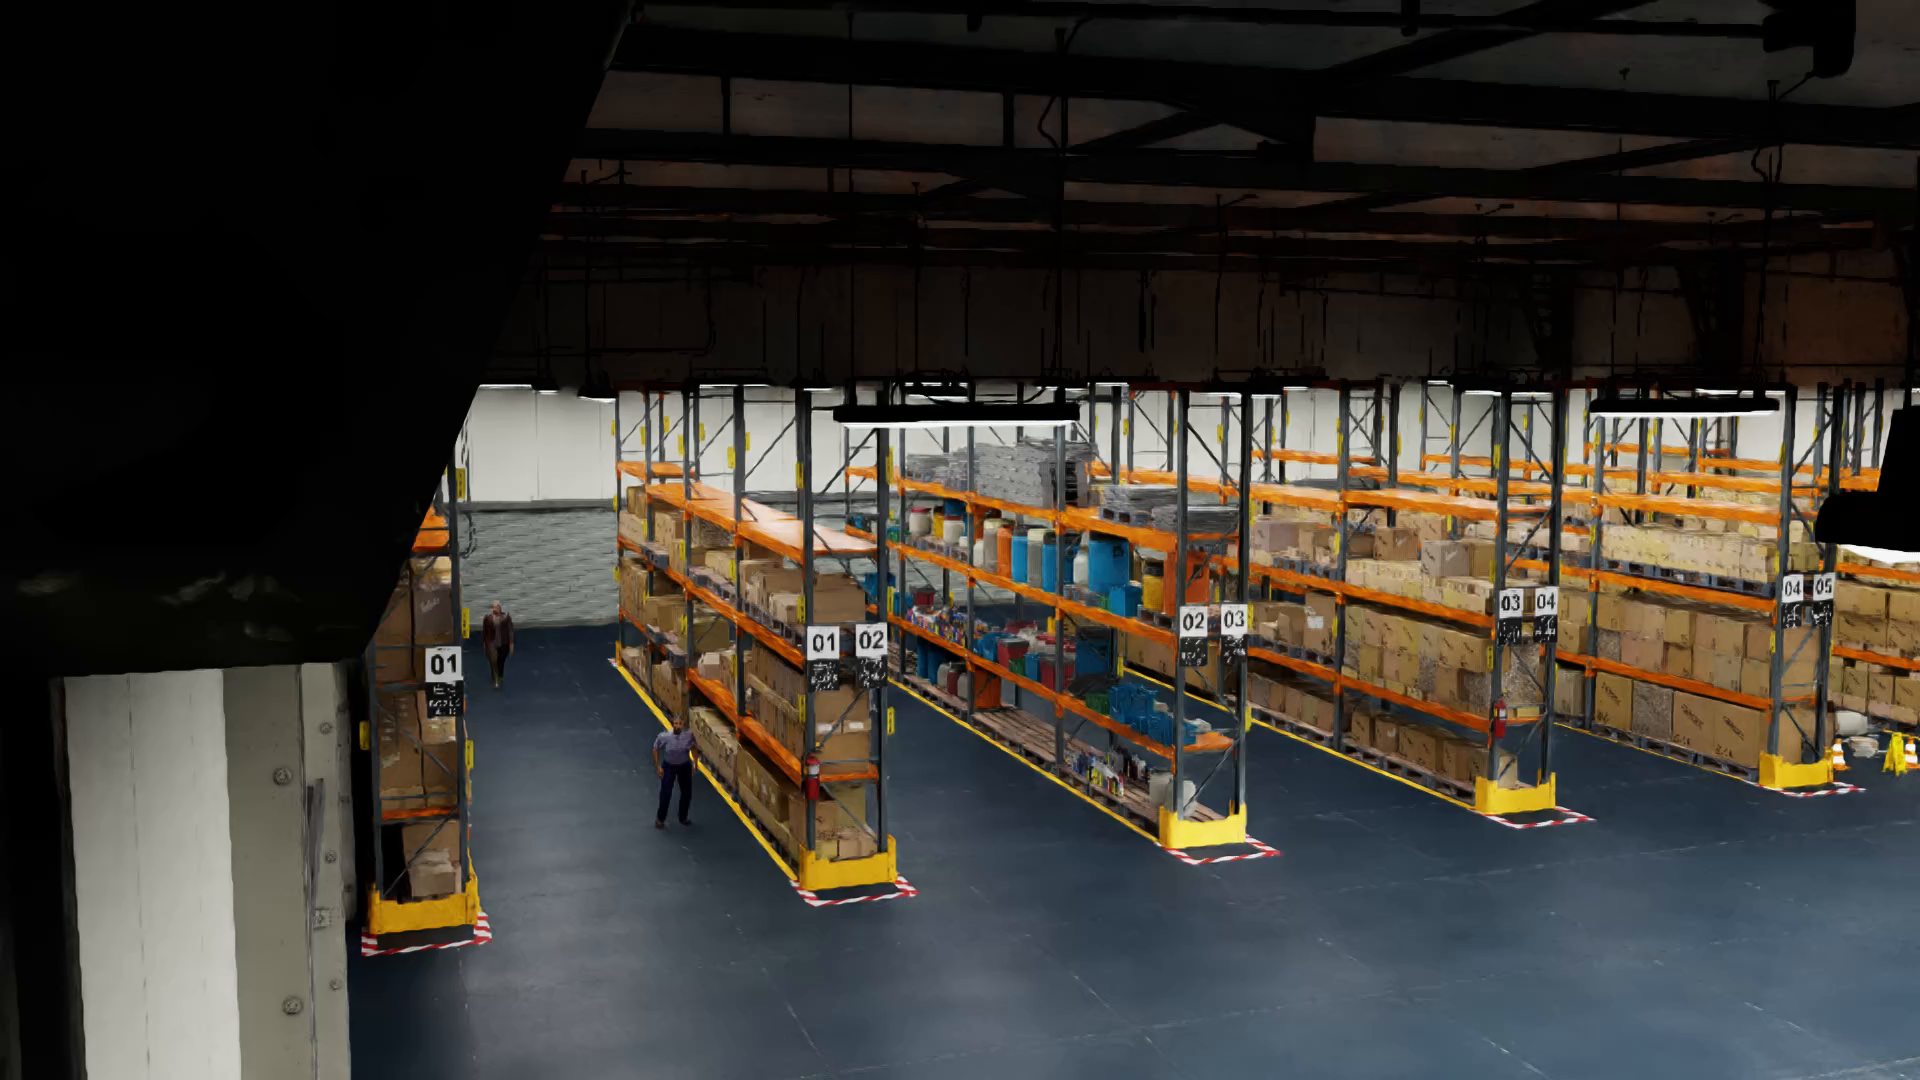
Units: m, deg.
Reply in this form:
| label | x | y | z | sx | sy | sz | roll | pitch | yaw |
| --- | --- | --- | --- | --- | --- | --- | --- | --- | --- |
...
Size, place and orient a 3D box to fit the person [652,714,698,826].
| label | x | y | z | sx | sy | sz | roll | pitch | yaw |
| --- | --- | --- | --- | --- | --- | --- | --- | --- | --- |
| person | -3.897 | 3.140 | 22.793 | 0.625 | 1.596 | 0.517 | -2 | 6 | -21 |

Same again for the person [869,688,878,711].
| label | x | y | z | sx | sy | sz | roll | pitch | yaw |
| --- | --- | --- | --- | --- | --- | --- | --- | --- | --- |
| person | -1.656 | 2.323 | 30.371 | 0.468 | 1.587 | 0.406 | 5 | 8 | 40 |

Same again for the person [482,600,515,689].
| label | x | y | z | sx | sy | sz | roll | pitch | yaw |
| --- | --- | --- | --- | --- | --- | --- | --- | --- | --- |
| person | -9.049 | 2.011 | 32.612 | 0.600 | 1.700 | 1.111 | -2 | 6 | -20 |
